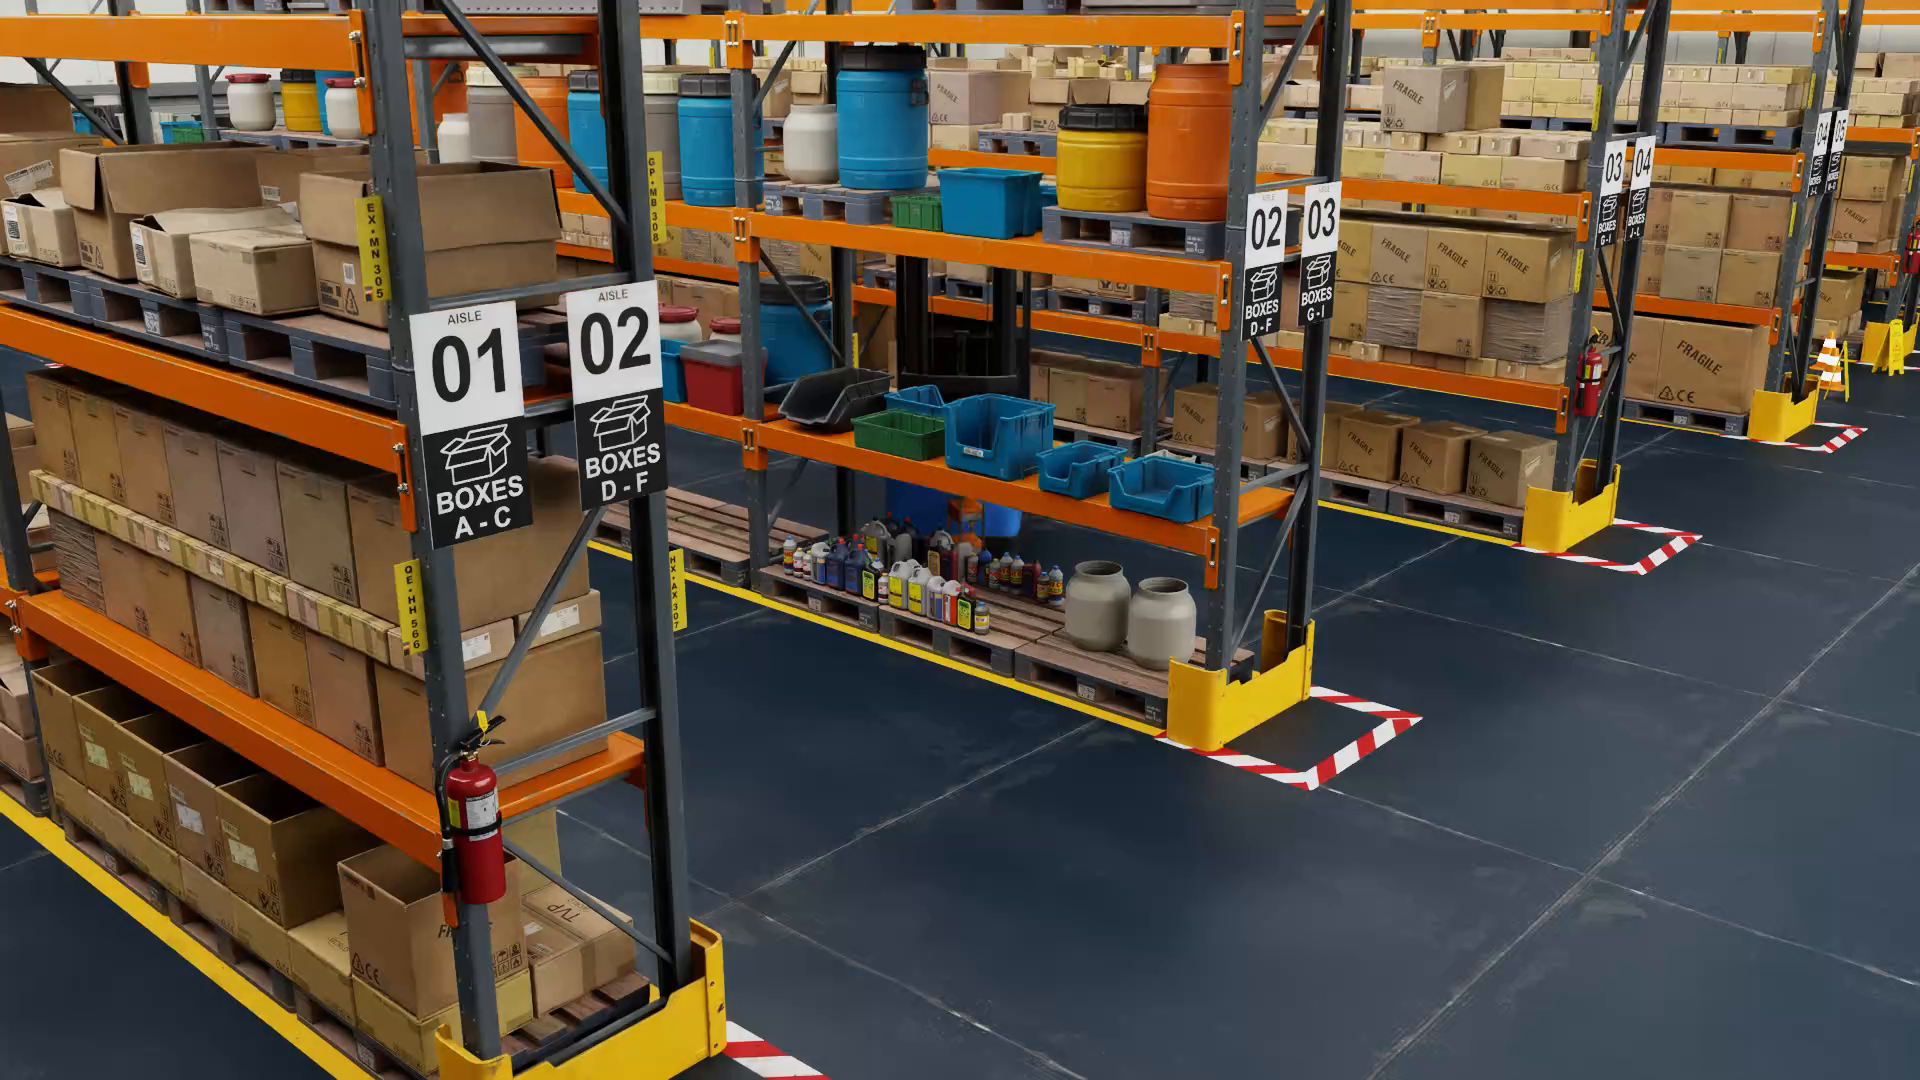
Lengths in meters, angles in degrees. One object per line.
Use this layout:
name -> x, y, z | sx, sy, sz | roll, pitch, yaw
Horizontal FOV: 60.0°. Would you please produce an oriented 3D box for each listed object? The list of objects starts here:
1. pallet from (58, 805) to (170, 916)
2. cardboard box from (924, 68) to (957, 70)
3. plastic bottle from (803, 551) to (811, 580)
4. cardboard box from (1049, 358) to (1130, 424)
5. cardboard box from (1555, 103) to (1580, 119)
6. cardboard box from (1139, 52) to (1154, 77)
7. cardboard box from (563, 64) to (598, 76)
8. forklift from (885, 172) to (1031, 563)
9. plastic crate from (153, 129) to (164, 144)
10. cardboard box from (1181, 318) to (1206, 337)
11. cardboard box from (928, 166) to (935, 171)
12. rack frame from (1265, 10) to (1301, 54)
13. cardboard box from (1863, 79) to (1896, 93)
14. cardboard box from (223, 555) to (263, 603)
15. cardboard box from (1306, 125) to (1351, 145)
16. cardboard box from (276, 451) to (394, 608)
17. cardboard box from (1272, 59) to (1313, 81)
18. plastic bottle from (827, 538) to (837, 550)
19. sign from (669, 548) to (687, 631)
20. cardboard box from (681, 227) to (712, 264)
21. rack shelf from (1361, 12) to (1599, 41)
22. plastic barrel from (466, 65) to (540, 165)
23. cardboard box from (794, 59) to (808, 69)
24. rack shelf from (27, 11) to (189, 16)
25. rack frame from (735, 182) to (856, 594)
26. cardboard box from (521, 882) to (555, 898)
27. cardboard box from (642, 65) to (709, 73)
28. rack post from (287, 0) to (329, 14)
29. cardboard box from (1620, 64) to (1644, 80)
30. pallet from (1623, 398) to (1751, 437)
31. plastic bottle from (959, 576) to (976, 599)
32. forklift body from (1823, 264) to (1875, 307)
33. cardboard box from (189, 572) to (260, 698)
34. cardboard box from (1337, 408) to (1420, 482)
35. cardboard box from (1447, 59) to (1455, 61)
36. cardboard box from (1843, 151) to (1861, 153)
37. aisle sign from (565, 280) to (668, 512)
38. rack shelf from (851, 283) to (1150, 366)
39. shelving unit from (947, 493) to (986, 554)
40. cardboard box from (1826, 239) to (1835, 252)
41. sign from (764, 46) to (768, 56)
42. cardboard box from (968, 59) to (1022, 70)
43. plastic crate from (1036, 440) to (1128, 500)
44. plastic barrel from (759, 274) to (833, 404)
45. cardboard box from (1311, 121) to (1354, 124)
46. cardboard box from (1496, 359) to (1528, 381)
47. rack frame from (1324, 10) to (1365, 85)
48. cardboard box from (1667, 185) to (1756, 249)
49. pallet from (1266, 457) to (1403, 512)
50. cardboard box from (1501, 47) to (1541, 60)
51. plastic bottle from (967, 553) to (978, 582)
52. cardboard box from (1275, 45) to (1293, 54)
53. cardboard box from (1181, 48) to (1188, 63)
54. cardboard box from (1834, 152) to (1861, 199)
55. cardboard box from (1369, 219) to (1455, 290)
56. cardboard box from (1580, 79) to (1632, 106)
pallet -> -3.907, 1.468, 8.635 | 1.213, 0.211, 1.003 | 15, 23, 39
cardboard box -> -0.365, -4.750, 17.669 | 0.500, 0.500, 0.500 | 16, 24, 41
plastic bottle -> -1.084, 0.178, 11.989 | 0.097, 0.201, 0.097 | 0, 18, 0
cardboard box -> 1.315, -1.517, 16.837 | 0.500, 0.500, 0.700 | 15, 23, 39
cardboard box -> 6.472, -4.525, 17.507 | 0.250, 0.149, 0.380 | 15, 23, 39
cardboard box -> 3.165, -7.554, 26.636 | 0.500, 0.500, 0.500 | 15, 23, 38
cardboard box -> -4.505, -5.745, 20.773 | 0.500, 0.500, 0.700 | 13, 22, 36
forklift -> 0.049, -1.585, 13.762 | 1.130, 2.935, 3.031 | 1, 18, 4
plastic crate -> -8.371, -4.229, 17.456 | 0.466, 0.136, 0.293 | 15, 23, 39
cardboard box -> 2.243, -1.986, 15.326 | 0.250, 0.149, 0.380 | 15, 23, 39
cardboard box -> -0.715, -5.324, 24.773 | 0.500, 0.500, 0.500 | 15, 23, 38
rack frame -> 5.990, -10.102, 30.566 | 0.127, 3.000, 1.000 | 15, 23, 39
cardboard box -> 11.057, -5.461, 19.998 | 0.250, 0.149, 0.380 | 16, 23, 40
cardboard box -> -2.864, 0.123, 7.027 | 0.250, 0.149, 0.380 | 16, 24, 41
cardboard box -> 3.143, -3.430, 14.091 | 0.250, 0.149, 0.380 | 14, 23, 38
cardboard box -> -2.260, -0.104, 6.671 | 0.500, 0.500, 0.700 | 14, 23, 38
cardboard box -> 3.966, -5.615, 20.361 | 0.500, 0.500, 0.500 | 15, 23, 39
plastic bottle -> -0.906, 0.133, 11.997 | 0.133, 0.283, 0.061 | 15, 23, 39
sign -> -1.110, 0.199, 6.465 | 0.005, 0.325, 0.100 | 15, 23, 39
cardboard box -> -2.951, -3.574, 19.749 | 0.500, 0.500, 0.500 | 14, 23, 38
rack shelf -> 7.186, -7.240, 23.398 | 4.000, 0.370, 1.077 | 15, 23, 39
plastic barrel -> -3.705, -3.407, 13.602 | 0.600, 0.901, 0.600 | 0, 18, 0
cardboard box -> -2.270, -7.133, 24.933 | 0.250, 0.149, 0.380 | 16, 24, 41
rack shelf -> -8.663, -5.483, 17.864 | 4.000, 0.370, 1.077 | 15, 23, 39
rack frame -> -1.184, -1.150, 12.275 | 0.127, 3.000, 1.000 | 15, 23, 39
cardboard box -> -2.113, 1.626, 7.380 | 0.500, 0.250, 0.500 | 15, 23, 39
cardboard box -> -3.439, -5.440, 19.976 | 0.500, 0.500, 0.700 | 16, 23, 41
rack post -> -5.569, -4.999, 15.315 | 0.937, 0.300, 0.954 | -15, 23, -40
cardboard box -> 6.845, -4.804, 17.069 | 0.250, 0.149, 0.380 | 15, 23, 40
pallet -> 7.814, -1.383, 17.620 | 1.213, 0.211, 1.003 | 15, 23, 39
plastic bottle -> 0.043, 0.388, 11.194 | 0.133, 0.283, 0.061 | 15, 23, 39
forklift body -> 12.336, -4.396, 23.909 | 1.214, 2.155, 2.313 | 15, 23, 39
cardboard box -> -2.983, 0.319, 7.483 | 0.500, 0.500, 0.700 | 16, 24, 41
cardboard box -> 3.714, -0.847, 14.761 | 0.500, 0.500, 0.500 | -16, 23, -41
cardboard box -> 8.528, -8.131, 28.413 | 0.250, 0.149, 0.380 | 16, 24, 41
cardboard box -> 13.518, -5.817, 25.252 | 0.250, 0.149, 0.380 | 16, 24, 41
aisle sign -> -1.230, -0.522, 5.999 | 0.004, 0.787, 0.394 | 15, 23, 39
rack shelf -> 0.608, -2.329, 17.181 | 4.000, 0.370, 1.077 | 15, 23, 39
shelving unit -> 0.046, -0.173, 12.396 | 0.215, 1.050, 0.252 | -8, 22, -20
cardboard box -> 10.811, -3.698, 20.721 | 0.250, 0.149, 0.380 | 15, 23, 38
sign -> -3.120, -7.755, 26.666 | 0.005, 0.325, 0.100 | 15, 23, 39
cardboard box -> 0.556, -6.318, 22.736 | 0.637, 0.503, 0.797 | 15, 23, 39
plastic crate -> 0.753, -0.440, 10.286 | 0.408, 0.251, 0.499 | 15, 23, 39
plastic barrel -> -1.272, -1.535, 12.660 | 0.708, 0.901, 0.600 | 15, 23, 39
cardboard box -> 3.291, -3.595, 14.612 | 0.250, 0.149, 0.380 | 16, 24, 41
cardboard box -> 4.559, -1.408, 13.505 | 0.250, 0.149, 0.380 | 15, 23, 39
rack frame -> 5.690, -8.175, 24.494 | 0.127, 3.000, 1.000 | 15, 23, 39
cardboard box -> 7.739, -3.328, 17.106 | 0.550, 0.550, 0.875 | 15, 23, 39
pallet -> 3.546, -0.569, 15.057 | 1.213, 0.211, 1.003 | 15, 23, 39
cardboard box -> 9.362, -7.964, 27.763 | 0.500, 0.500, 0.500 | 15, 23, 40
plastic bottle -> 0.100, 0.193, 11.944 | 0.097, 0.201, 0.097 | 0, 18, 0
cardboard box -> 5.984, -9.000, 30.432 | 0.258, 0.266, 0.396 | 15, 23, 39
cardboard box -> 4.304, -9.334, 32.034 | 0.500, 0.250, 0.500 | 16, 24, 41
cardboard box -> 10.773, -4.532, 20.622 | 0.500, 0.500, 0.700 | 15, 23, 40
cardboard box -> 3.770, -2.388, 13.867 | 0.500, 0.500, 0.500 | 15, 23, 39
cardboard box -> 6.787, -4.655, 17.258 | 0.500, 0.250, 0.500 | 15, 23, 40
